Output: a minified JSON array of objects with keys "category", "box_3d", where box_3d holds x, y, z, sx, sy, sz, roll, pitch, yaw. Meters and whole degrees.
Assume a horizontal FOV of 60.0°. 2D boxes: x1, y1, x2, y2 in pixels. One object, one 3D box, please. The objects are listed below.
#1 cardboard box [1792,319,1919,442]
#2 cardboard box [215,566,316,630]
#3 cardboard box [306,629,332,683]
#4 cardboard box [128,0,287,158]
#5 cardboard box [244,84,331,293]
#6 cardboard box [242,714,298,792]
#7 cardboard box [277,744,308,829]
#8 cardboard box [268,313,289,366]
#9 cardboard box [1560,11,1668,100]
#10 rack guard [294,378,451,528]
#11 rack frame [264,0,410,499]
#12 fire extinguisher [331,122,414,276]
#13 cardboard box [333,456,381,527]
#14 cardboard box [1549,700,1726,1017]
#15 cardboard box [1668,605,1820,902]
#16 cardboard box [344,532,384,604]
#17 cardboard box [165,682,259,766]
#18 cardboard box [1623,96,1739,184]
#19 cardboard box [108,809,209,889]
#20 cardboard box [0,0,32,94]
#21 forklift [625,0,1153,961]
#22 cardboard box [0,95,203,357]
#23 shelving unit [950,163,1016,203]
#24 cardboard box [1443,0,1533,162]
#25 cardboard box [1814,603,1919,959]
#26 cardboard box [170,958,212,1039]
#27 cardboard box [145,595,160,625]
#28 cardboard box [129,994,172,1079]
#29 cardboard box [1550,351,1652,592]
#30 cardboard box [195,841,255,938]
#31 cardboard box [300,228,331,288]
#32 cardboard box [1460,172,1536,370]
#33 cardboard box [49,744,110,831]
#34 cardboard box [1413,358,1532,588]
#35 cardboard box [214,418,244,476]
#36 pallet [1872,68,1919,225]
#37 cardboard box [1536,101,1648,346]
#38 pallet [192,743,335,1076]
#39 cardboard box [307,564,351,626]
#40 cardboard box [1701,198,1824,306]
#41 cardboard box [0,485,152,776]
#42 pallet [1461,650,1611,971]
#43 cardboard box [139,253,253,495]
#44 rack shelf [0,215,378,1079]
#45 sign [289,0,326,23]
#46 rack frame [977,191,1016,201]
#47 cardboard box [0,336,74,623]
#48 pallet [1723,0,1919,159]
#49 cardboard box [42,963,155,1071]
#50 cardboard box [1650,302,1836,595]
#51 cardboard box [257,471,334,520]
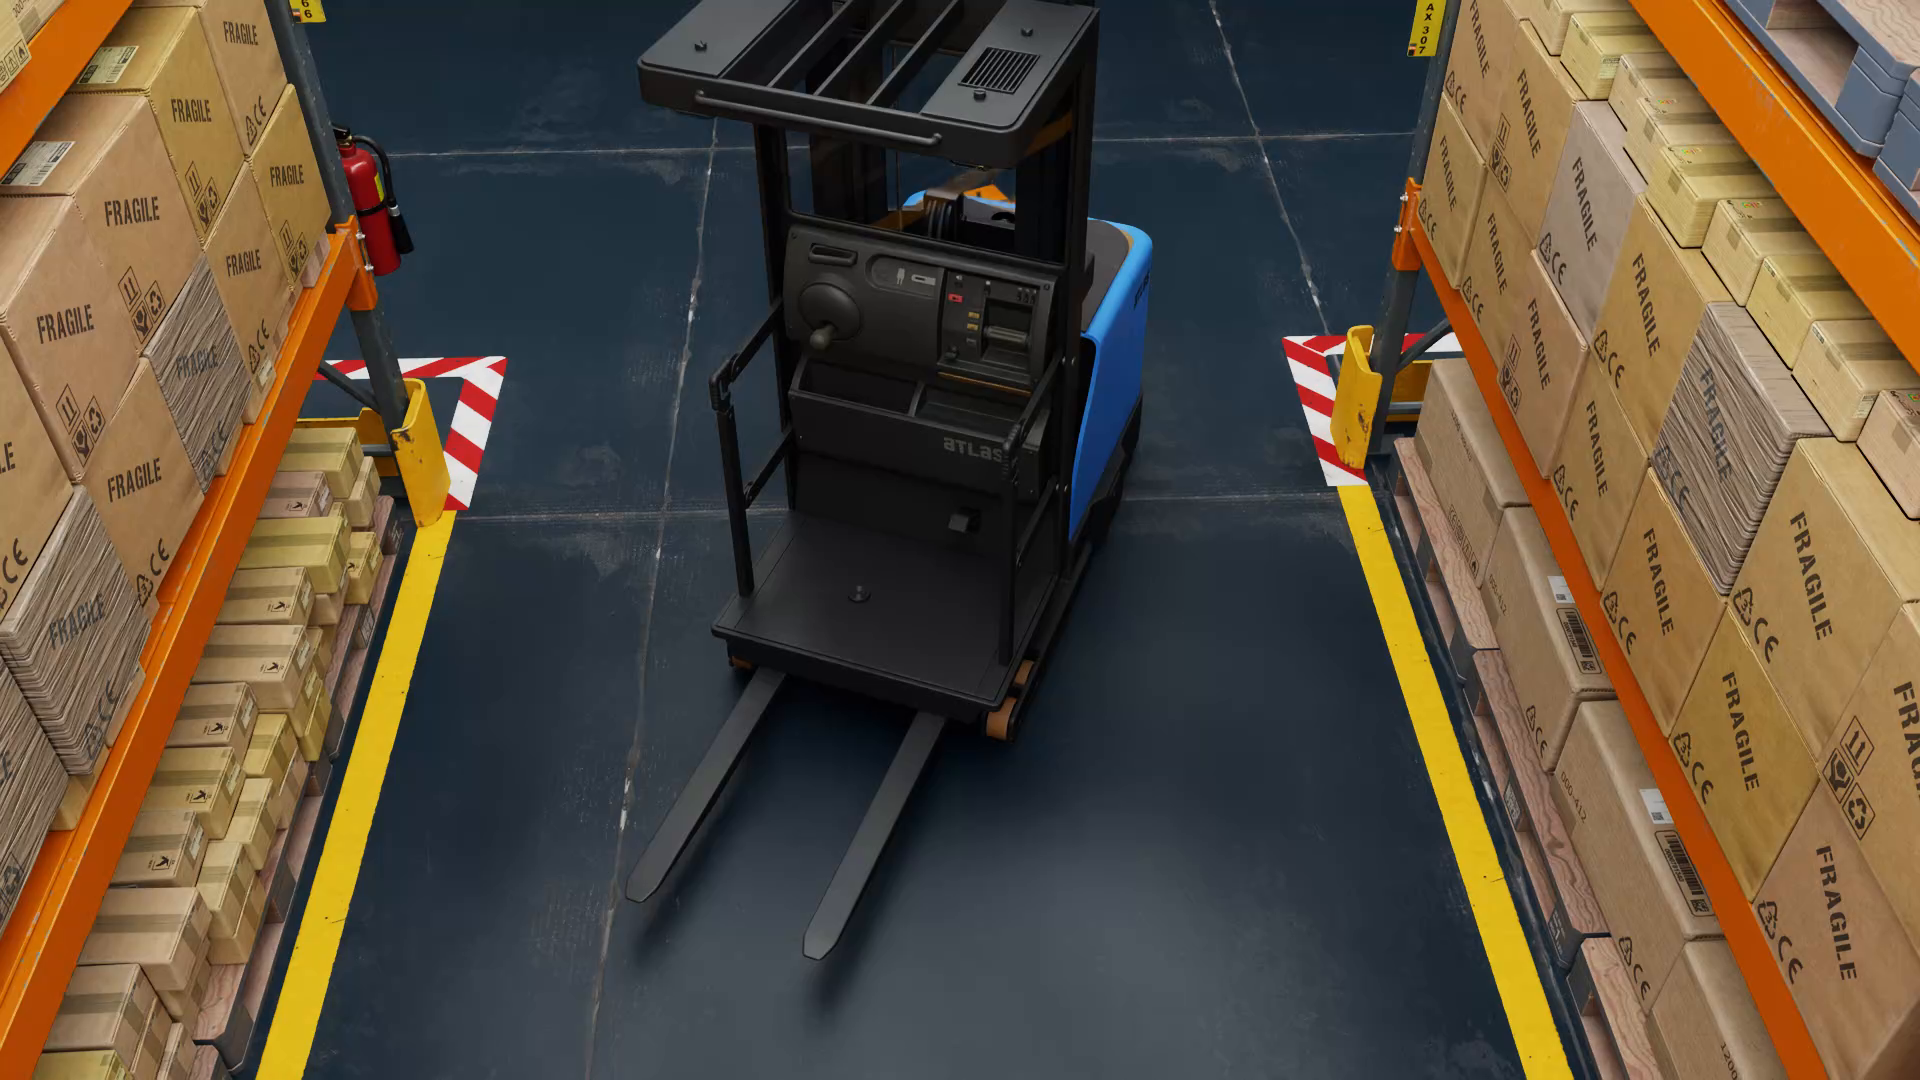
[{"category":"cardboard box","box_3d":[2.069,-0.352,3.621,0.380,0.149,0.250,-2,43,-2]},{"category":"cardboard box","box_3d":[-2.417,0.235,5.633,0.380,0.149,0.250,-3,43,-4]},{"category":"cardboard box","box_3d":[-2.440,0.452,5.836,0.380,0.149,0.250,-1,43,-1]},{"category":"cardboard box","box_3d":[-2.464,-1.524,5.159,0.500,0.500,0.500,-2,43,-3]},{"category":"cardboard box","box_3d":[-2.456,-1.162,5.503,0.500,0.500,0.500,-1,43,-1]},{"category":"cardboard box","box_3d":[-2.373,0.697,5.348,0.380,0.149,0.250,0,43,0]},{"category":"cardboard box","box_3d":[-2.375,0.808,5.448,0.380,0.149,0.250,-1,43,-1]},{"category":"cardboard box","box_3d":[-2.437,-0.669,5.445,0.380,0.149,0.250,-2,43,-2]},{"category":"cardboard box","box_3d":[1.956,-1.388,4.750,0.380,0.149,0.250,-3,43,-3]},{"category":"rack guard","box_3d":[-2.729,-0.338,6.749,1.175,0.500,0.348,-2,43,-2]},{"category":"rack frame","box_3d":[-2.732,-1.311,5.960,1.000,3.000,0.127,-2,43,-2]},{"category":"fire extinguisher","box_3d":[-2.282,-1.328,6.313,0.296,0.674,0.183,-2,43,-2]},{"category":"cardboard box","box_3d":[-2.424,-0.176,6.302,0.380,0.149,0.250,-3,43,-3]},{"category":"cardboard box","box_3d":[2.421,0.937,5.093,0.875,0.438,0.875,-3,43,-3]},{"category":"cardboard box","box_3d":[2.077,0.489,3.922,0.500,0.500,0.500,-3,43,-3]},{"category":"cardboard box","box_3d":[-2.389,0.105,6.214,0.380,0.149,0.250,0,43,0]},{"category":"cardboard box","box_3d":[-2.450,0.596,5.239,0.380,0.149,0.250,-3,43,-3]},{"category":"cardboard box","box_3d":[1.988,-1.042,4.373,0.380,0.149,0.250,-1,43,-1]},{"category":"cardboard box","box_3d":[-2.439,0.939,4.864,0.380,0.149,0.250,-3,43,-4]},{"category":"cardboard box","box_3d":[-2.369,-1.024,3.539,0.500,0.250,0.500,0,43,0]},{"category":"forklift","box_3d":[-0.216,-0.681,5.324,1.130,2.935,3.031,14,44,15]},{"category":"cardboard box","box_3d":[-2.411,-0.832,4.403,0.500,0.500,0.500,0,43,0]},{"category":"shelving unit","box_3d":[0.105,-1.127,7.202,0.215,1.050,0.252,-19,46,-19]},{"category":"cardboard box","box_3d":[1.945,-1.595,5.456,0.500,0.500,0.500,-3,43,-3]},{"category":"cardboard box","box_3d":[2.083,0.463,3.211,0.500,0.500,0.500,-2,43,-2]},{"category":"cardboard box","box_3d":[-2.437,1.334,4.874,0.380,0.149,0.250,-3,43,-4]},{"category":"cardboard box","box_3d":[-2.409,0.214,4.483,0.380,0.149,0.250,0,43,0]},{"category":"cardboard box","box_3d":[-2.413,1.408,4.573,0.380,0.149,0.250,-4,43,-4]},{"category":"cardboard box","box_3d":[2.034,-0.204,4.678,0.500,0.500,0.500,0,43,0]},{"category":"cardboard box","box_3d":[-2.349,1.049,4.964,0.380,0.149,0.250,-2,43,-2]},{"category":"cardboard box","box_3d":[-2.436,-1.006,5.814,0.380,0.149,0.250,-2,43,-2]},{"category":"cardboard box","box_3d":[1.992,-0.885,5.422,0.500,0.500,0.500,-2,43,-2]},{"category":"cardboard box","box_3d":[-2.347,0.575,4.089,0.380,0.149,0.250,-1,43,-1]},{"category":"cardboard box","box_3d":[2.337,-0.289,6.431,0.875,0.438,0.875,-3,43,-3]},{"category":"cardboard box","box_3d":[-2.421,-0.318,5.063,0.380,0.149,0.250,-3,43,-4]},{"category":"pallet","box_3d":[2.355,-0.447,2.863,1.003,0.211,1.213,-2,43,-2]},{"category":"cardboard box","box_3d":[2.004,-0.899,4.697,0.500,0.500,0.500,-2,43,-2]},{"category":"pallet","box_3d":[-2.681,1.139,5.351,1.003,0.211,1.213,-2,43,-2]},{"category":"cardboard box","box_3d":[-2.401,0.174,5.919,0.380,0.149,0.250,-3,43,-4]},{"category":"cardboard box","box_3d":[2.032,-0.695,3.994,0.380,0.149,0.250,-2,43,-2]},{"category":"cardboard box","box_3d":[-2.345,0.226,3.989,0.500,0.500,0.500,-2,43,-3]},{"category":"pallet","box_3d":[2.370,0.866,5.649,1.003,0.211,1.213,-2,43,-2]},{"category":"cardboard box","box_3d":[-2.408,-0.472,4.751,0.500,0.500,0.500,-2,43,-2]},{"category":"rack shelf","box_3d":[-2.647,0.304,4.731,1.077,0.370,4.000,-2,43,-2]},{"category":"sign","box_3d":[-2.177,-1.857,5.465,0.100,0.325,0.005,-2,43,-2]},{"category":"rack frame","box_3d":[0.160,-1.053,7.122,0.200,1.050,0.008,-19,46,-19]},{"category":"cardboard box","box_3d":[-2.366,-0.128,3.636,0.500,0.500,0.500,-1,43,-1]},{"category":"pallet","box_3d":[2.306,-1.268,3.759,1.003,0.211,1.213,-2,43,-2]},{"category":"cardboard box","box_3d":[-2.416,1.295,4.476,0.380,0.149,0.250,-3,43,-3]},{"category":"cardboard box","box_3d":[2.039,-0.223,3.960,0.500,0.500,0.500,-1,43,-1]},{"category":"cardboard box","box_3d":[-2.503,-0.113,6.012,0.380,0.149,0.250,-1,43,-1]}]
